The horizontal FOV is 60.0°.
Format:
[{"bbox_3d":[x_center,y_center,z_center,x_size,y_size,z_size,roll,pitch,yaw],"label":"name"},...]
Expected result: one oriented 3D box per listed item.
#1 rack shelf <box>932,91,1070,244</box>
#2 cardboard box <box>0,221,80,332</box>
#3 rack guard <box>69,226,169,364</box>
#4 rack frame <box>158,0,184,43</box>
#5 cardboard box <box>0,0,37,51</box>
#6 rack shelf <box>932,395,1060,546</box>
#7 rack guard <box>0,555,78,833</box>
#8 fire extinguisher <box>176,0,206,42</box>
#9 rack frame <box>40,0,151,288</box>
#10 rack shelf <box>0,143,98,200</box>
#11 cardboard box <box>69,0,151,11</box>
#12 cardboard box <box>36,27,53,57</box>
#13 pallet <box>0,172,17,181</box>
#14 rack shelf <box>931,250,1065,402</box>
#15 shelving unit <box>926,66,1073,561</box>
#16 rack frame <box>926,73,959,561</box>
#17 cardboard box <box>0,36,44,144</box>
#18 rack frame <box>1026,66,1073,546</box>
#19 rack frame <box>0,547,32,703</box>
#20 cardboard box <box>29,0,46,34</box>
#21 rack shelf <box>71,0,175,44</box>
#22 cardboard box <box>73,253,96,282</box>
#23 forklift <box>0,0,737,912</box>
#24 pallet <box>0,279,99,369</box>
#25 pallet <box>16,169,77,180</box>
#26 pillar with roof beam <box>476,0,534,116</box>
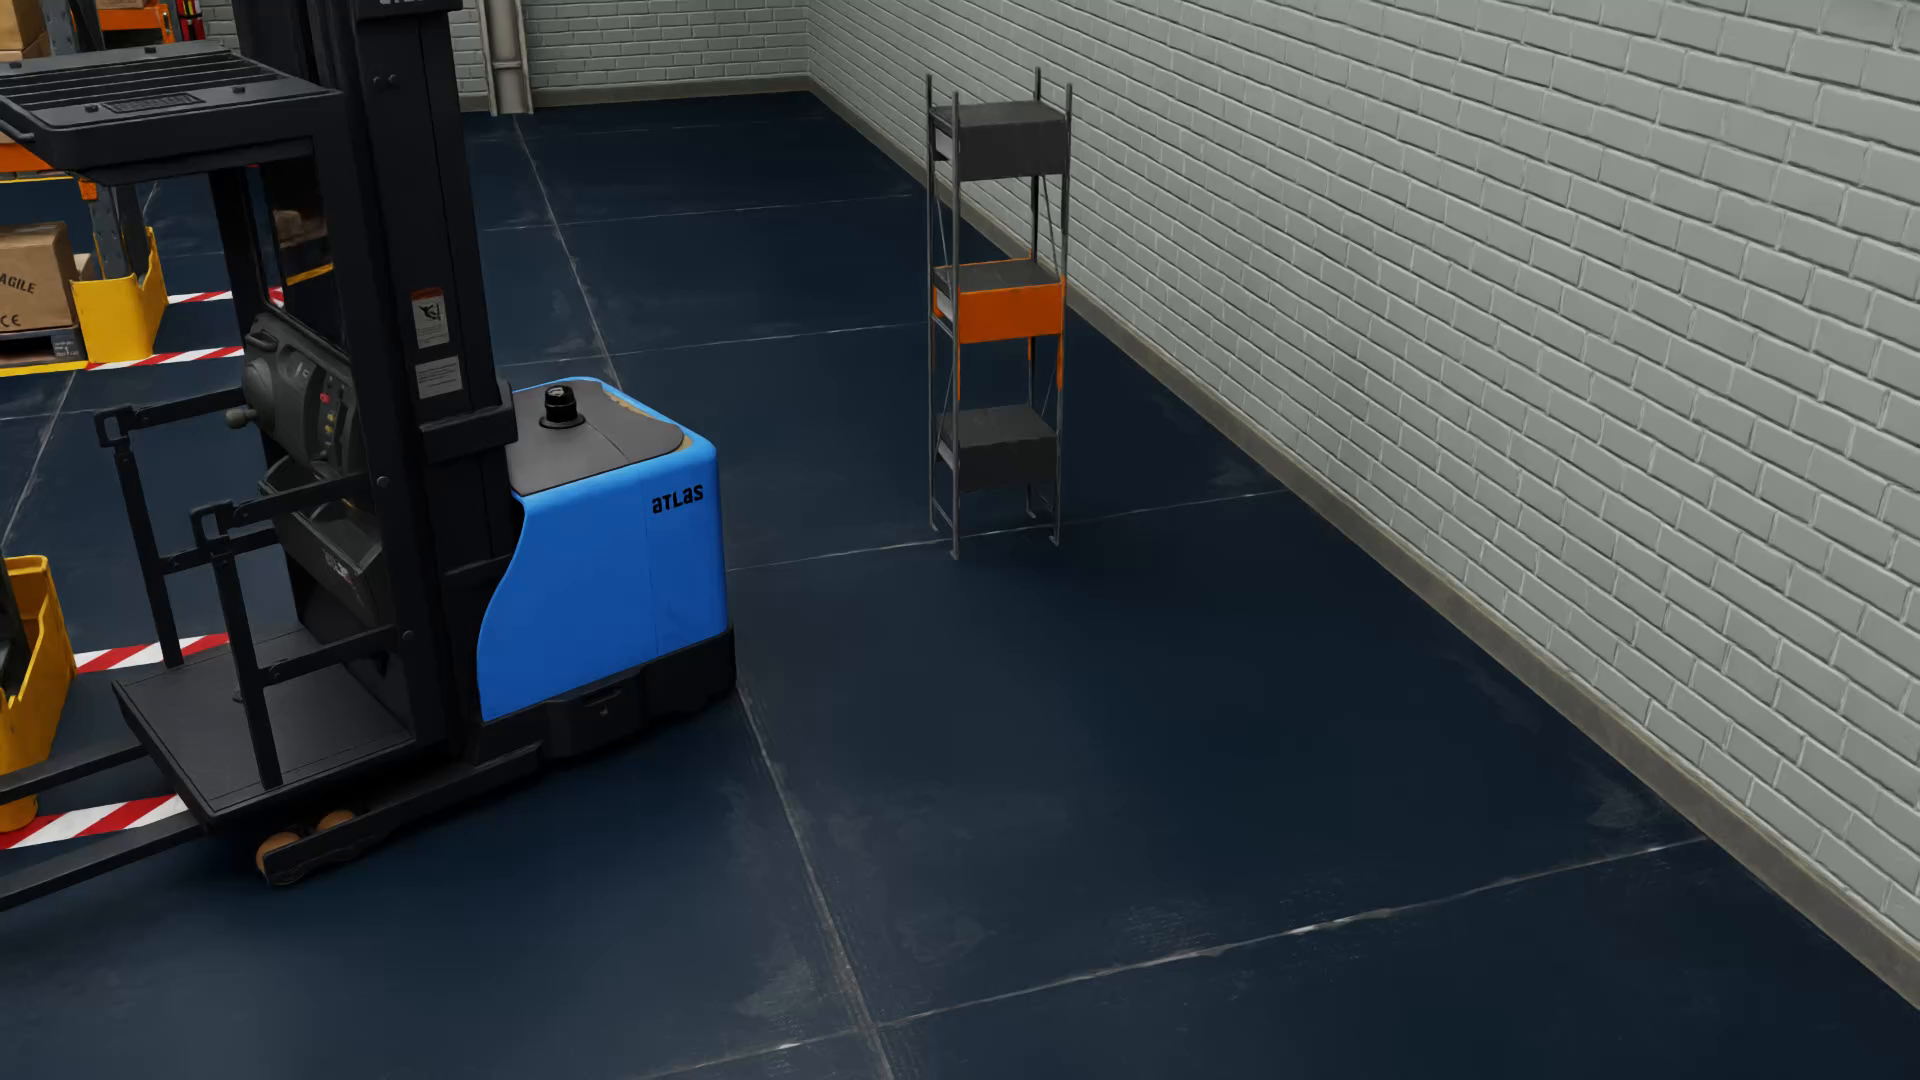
[{"bbox_3d":[0.157,-1.578,7.024,0.480,0.518,0.431,-8,28,-16],"label":"rack shelf"},{"bbox_3d":[-5.543,-1.558,9.832,0.500,0.500,0.500,-8,28,-16],"label":"cardboard box"},{"bbox_3d":[-5.175,-1.530,10.269,0.348,0.500,1.175,-8,28,-16],"label":"rack guard"},{"bbox_3d":[-6.640,-4.754,13.952,0.127,3.000,1.000,-8,28,-16],"label":"rack frame"},{"bbox_3d":[-5.441,-2.975,9.132,0.500,0.500,0.500,-8,28,-17],"label":"cardboard box"},{"bbox_3d":[0.157,-0.324,7.646,0.480,0.518,0.431,-8,28,-16],"label":"rack shelf"},{"bbox_3d":[-3.553,0.546,6.088,0.348,0.500,1.175,-8,28,-16],"label":"rack guard"},{"bbox_3d":[-6.354,-4.378,13.701,0.183,0.674,0.296,-8,28,-16],"label":"fire extinguisher"},{"bbox_3d":[-5.103,-2.660,9.734,0.127,3.000,1.000,-8,28,-16],"label":"rack frame"},{"bbox_3d":[-7.004,-2.062,9.340,4.000,0.370,1.077,-8,28,-16],"label":"rack shelf"},{"bbox_3d":[-7.122,-4.814,13.736,0.700,0.700,0.980,-7,27,-14],"label":"cardboard box"},{"bbox_3d":[-5.606,-2.755,9.814,0.500,0.500,0.500,-8,27,-15],"label":"cardboard box"},{"bbox_3d":[-8.534,-3.195,13.949,1.213,0.211,1.003,-8,28,-16],"label":"pallet"},{"bbox_3d":[0.157,-0.951,7.335,0.480,0.518,0.431,-8,28,-16],"label":"rack shelf"},{"bbox_3d":[0.157,-0.963,7.329,0.503,2.100,0.431,-8,28,-16],"label":"shelving unit"},{"bbox_3d":[-0.075,-0.930,7.261,0.015,2.100,0.400,-8,28,-16],"label":"rack frame"},{"bbox_3d":[-5.444,-2.528,9.356,0.500,0.500,0.500,-7,27,-15],"label":"cardboard box"},{"bbox_3d":[0.389,-0.997,7.397,0.015,2.100,0.400,-8,28,-16],"label":"rack frame"},{"bbox_3d":[-3.572,-0.565,5.515,0.127,3.000,1.000,-8,28,-16],"label":"rack frame"},{"bbox_3d":[-5.606,-3.203,9.591,0.500,0.500,0.500,-7,27,-15],"label":"cardboard box"},{"bbox_3d":[-8.542,-4.156,13.558,4.000,0.370,1.077,-8,28,-16],"label":"rack shelf"},{"bbox_3d":[-5.607,-1.668,10.447,0.250,0.149,0.380,-8,28,-16],"label":"cardboard box"},{"bbox_3d":[-2.326,-0.445,5.350,3.031,2.935,1.130,-20,33,-35],"label":"forklift"},{"bbox_3d":[-5.933,-1.290,10.112,1.213,0.211,1.003,-8,28,-16],"label":"pallet"},{"bbox_3d":[-7.376,-3.362,14.284,1.213,0.211,1.003,-8,28,-16],"label":"pallet"},{"bbox_3d":[-3.008,-6.358,10.437,0.400,9.000,9.100,-8,28,-16],"label":"pillar with roof beam"}]
